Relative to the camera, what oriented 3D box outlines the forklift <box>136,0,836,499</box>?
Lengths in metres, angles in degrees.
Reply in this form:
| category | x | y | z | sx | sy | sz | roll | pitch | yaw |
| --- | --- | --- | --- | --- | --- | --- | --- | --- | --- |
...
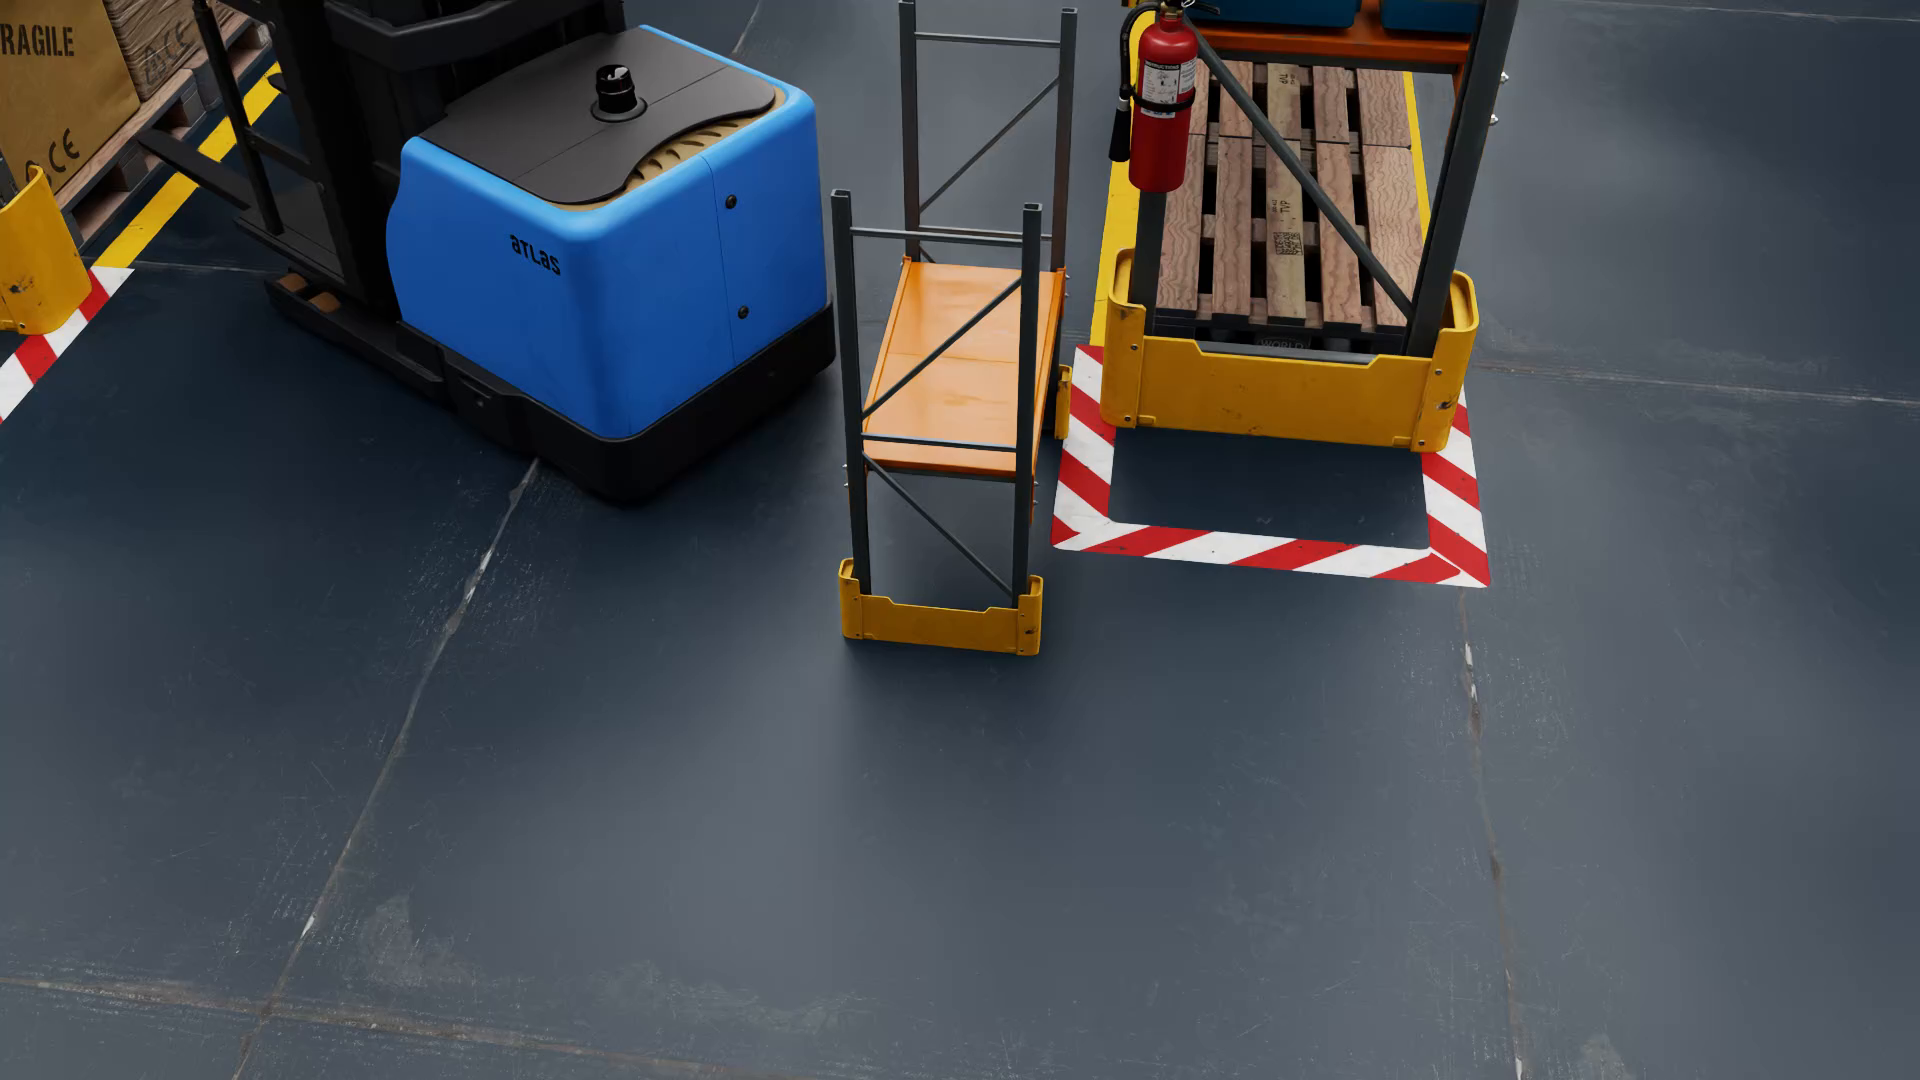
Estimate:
| category | x | y | z | sx | sy | sz | roll | pitch | yaw |
| --- | --- | --- | --- | --- | --- | --- | --- | --- | --- |
| forklift | -1.900 | -2.043 | 5.276 | 3.031 | 2.935 | 1.130 | 29 | 51 | 27 |

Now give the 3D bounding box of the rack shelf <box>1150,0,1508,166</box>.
| category | x | y | z | sx | sy | sz | roll | pitch | yaw |
| --- | --- | --- | --- | --- | --- | --- | --- | --- | --- |
| rack shelf | 1.328 | -2.664 | 6.405 | 1.077 | 0.370 | 4.000 | 5 | 44 | 6 |

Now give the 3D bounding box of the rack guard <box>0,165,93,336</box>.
| category | x | y | z | sx | sy | sz | roll | pitch | yaw |
| --- | --- | --- | --- | --- | --- | --- | --- | --- | --- |
| rack guard | -3.849 | -1.088 | 6.036 | 1.175 | 0.500 | 0.348 | 5 | 44 | 6 |

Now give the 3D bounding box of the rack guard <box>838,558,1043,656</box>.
| category | x | y | z | sx | sy | sz | roll | pitch | yaw |
| --- | --- | --- | --- | --- | --- | --- | --- | --- | --- |
| rack guard | -0.056 | 0.197 | 4.860 | 0.587 | 0.250 | 0.087 | 5 | 44 | 6 |

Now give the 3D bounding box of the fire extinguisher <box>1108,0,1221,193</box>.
| category | x | y | z | sx | sy | sz | roll | pitch | yaw |
| --- | --- | --- | --- | --- | --- | --- | --- | --- | --- |
| fire extinguisher | 0.593 | -1.337 | 4.808 | 0.296 | 0.674 | 0.183 | 5 | 44 | 6 |

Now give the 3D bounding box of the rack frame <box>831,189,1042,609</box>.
| category | x | y | z | sx | sy | sz | roll | pitch | yaw |
| --- | --- | --- | --- | --- | --- | --- | --- | --- | --- |
| rack frame | -0.056 | -0.256 | 4.430 | 0.500 | 1.500 | 0.032 | 5 | 44 | 6 |

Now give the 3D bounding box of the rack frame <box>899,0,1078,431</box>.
| category | x | y | z | sx | sy | sz | roll | pitch | yaw |
| --- | --- | --- | --- | --- | --- | --- | --- | --- | --- |
| rack frame | 0.078 | -0.949 | 5.162 | 0.500 | 1.500 | 0.032 | 5 | 44 | 6 |

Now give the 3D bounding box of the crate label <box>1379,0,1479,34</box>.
| category | x | y | z | sx | sy | sz | roll | pitch | yaw |
| --- | --- | --- | --- | --- | --- | --- | --- | --- | --- |
| crate label | 1.423 | -1.661 | 4.901 | 0.416 | 0.233 | 0.303 | 5 | 44 | 6 |

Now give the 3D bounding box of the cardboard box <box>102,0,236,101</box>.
| category | x | y | z | sx | sy | sz | roll | pitch | yaw |
| --- | --- | --- | --- | --- | --- | --- | --- | --- | --- |
| cardboard box | -3.720 | -2.457 | 6.903 | 0.875 | 0.875 | 0.875 | 5 | 44 | 6 |

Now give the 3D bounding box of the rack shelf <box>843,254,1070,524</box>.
| category | x | y | z | sx | sy | sz | roll | pitch | yaw |
| --- | --- | --- | --- | --- | --- | --- | --- | --- | --- |
| rack shelf | 0.011 | -0.472 | 4.919 | 0.538 | 0.185 | 1.000 | 5 | 44 | 6 |

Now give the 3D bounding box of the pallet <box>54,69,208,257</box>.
| category | x | y | z | sx | sy | sz | roll | pitch | yaw |
| --- | --- | --- | --- | --- | --- | --- | --- | --- | --- |
| pallet | -3.818 | -1.552 | 6.735 | 1.003 | 0.211 | 1.213 | 5 | 44 | 6 |

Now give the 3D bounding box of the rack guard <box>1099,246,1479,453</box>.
| category | x | y | z | sx | sy | sz | roll | pitch | yaw |
| --- | --- | --- | --- | --- | --- | --- | --- | --- | --- |
| rack guard | 1.073 | -0.637 | 5.559 | 1.175 | 0.500 | 0.348 | 5 | 44 | 6 |

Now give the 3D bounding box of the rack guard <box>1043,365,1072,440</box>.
| category | x | y | z | sx | sy | sz | roll | pitch | yaw |
| --- | --- | --- | --- | --- | --- | --- | --- | --- | --- |
| rack guard | 0.076 | -0.482 | 5.577 | 0.587 | 0.250 | 0.087 | 5 | 44 | 6 |

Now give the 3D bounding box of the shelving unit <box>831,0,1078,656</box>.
| category | x | y | z | sx | sy | sz | roll | pitch | yaw |
| --- | --- | --- | --- | --- | --- | --- | --- | --- | --- |
| shelving unit | 0.010 | -0.597 | 4.789 | 0.587 | 1.500 | 1.083 | 5 | 44 | 6 |

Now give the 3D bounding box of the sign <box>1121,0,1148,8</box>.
| category | x | y | z | sx | sy | sz | roll | pitch | yaw |
| --- | --- | --- | --- | --- | --- | --- | --- | --- | --- |
| sign | 0.516 | -1.660 | 4.703 | 0.100 | 0.325 | 0.005 | 5 | 44 | 6 |

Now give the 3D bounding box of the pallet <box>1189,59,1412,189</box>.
| category | x | y | z | sx | sy | sz | roll | pitch | yaw |
| --- | --- | --- | --- | --- | --- | --- | --- | --- | --- |
| pallet | 1.375 | -1.937 | 7.142 | 1.003 | 0.211 | 1.213 | 5 | 44 | 6 |

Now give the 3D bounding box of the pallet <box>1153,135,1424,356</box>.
| category | x | y | z | sx | sy | sz | roll | pitch | yaw |
| --- | --- | --- | --- | --- | --- | --- | --- | --- | --- |
| pallet | 1.211 | -1.108 | 6.267 | 1.003 | 0.211 | 1.213 | 5 | 44 | 6 |

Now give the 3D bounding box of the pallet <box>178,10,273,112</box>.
| category | x | y | z | sx | sy | sz | roll | pitch | yaw |
| --- | --- | --- | --- | --- | --- | --- | --- | --- | --- |
| pallet | -3.654 | -2.381 | 7.611 | 1.003 | 0.211 | 1.213 | 5 | 44 | 6 |

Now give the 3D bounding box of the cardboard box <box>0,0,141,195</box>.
| category | x | y | z | sx | sy | sz | roll | pitch | yaw |
| --- | --- | --- | --- | --- | --- | --- | --- | --- | --- |
| cardboard box | -3.841 | -1.837 | 6.248 | 0.875 | 0.875 | 0.875 | 5 | 44 | 6 |

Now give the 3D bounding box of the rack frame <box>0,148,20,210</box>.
| category | x | y | z | sx | sy | sz | roll | pitch | yaw |
| --- | --- | --- | --- | --- | --- | --- | --- | --- | --- |
| rack frame | -3.846 | -2.012 | 5.194 | 1.000 | 3.000 | 0.127 | 5 | 44 | 6 |

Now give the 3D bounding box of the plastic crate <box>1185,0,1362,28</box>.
| category | x | y | z | sx | sy | sz | roll | pitch | yaw |
| --- | --- | --- | --- | --- | --- | --- | --- | --- | --- |
| plastic crate | 0.923 | -1.842 | 4.944 | 0.616 | 0.435 | 0.499 | 5 | 44 | 6 |

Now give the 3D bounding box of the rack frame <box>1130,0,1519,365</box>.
| category | x | y | z | sx | sy | sz | roll | pitch | yaw |
| --- | --- | --- | --- | --- | --- | --- | --- | --- | --- |
| rack frame | 1.064 | -1.562 | 4.718 | 1.000 | 3.000 | 0.127 | 5 | 44 | 6 |
